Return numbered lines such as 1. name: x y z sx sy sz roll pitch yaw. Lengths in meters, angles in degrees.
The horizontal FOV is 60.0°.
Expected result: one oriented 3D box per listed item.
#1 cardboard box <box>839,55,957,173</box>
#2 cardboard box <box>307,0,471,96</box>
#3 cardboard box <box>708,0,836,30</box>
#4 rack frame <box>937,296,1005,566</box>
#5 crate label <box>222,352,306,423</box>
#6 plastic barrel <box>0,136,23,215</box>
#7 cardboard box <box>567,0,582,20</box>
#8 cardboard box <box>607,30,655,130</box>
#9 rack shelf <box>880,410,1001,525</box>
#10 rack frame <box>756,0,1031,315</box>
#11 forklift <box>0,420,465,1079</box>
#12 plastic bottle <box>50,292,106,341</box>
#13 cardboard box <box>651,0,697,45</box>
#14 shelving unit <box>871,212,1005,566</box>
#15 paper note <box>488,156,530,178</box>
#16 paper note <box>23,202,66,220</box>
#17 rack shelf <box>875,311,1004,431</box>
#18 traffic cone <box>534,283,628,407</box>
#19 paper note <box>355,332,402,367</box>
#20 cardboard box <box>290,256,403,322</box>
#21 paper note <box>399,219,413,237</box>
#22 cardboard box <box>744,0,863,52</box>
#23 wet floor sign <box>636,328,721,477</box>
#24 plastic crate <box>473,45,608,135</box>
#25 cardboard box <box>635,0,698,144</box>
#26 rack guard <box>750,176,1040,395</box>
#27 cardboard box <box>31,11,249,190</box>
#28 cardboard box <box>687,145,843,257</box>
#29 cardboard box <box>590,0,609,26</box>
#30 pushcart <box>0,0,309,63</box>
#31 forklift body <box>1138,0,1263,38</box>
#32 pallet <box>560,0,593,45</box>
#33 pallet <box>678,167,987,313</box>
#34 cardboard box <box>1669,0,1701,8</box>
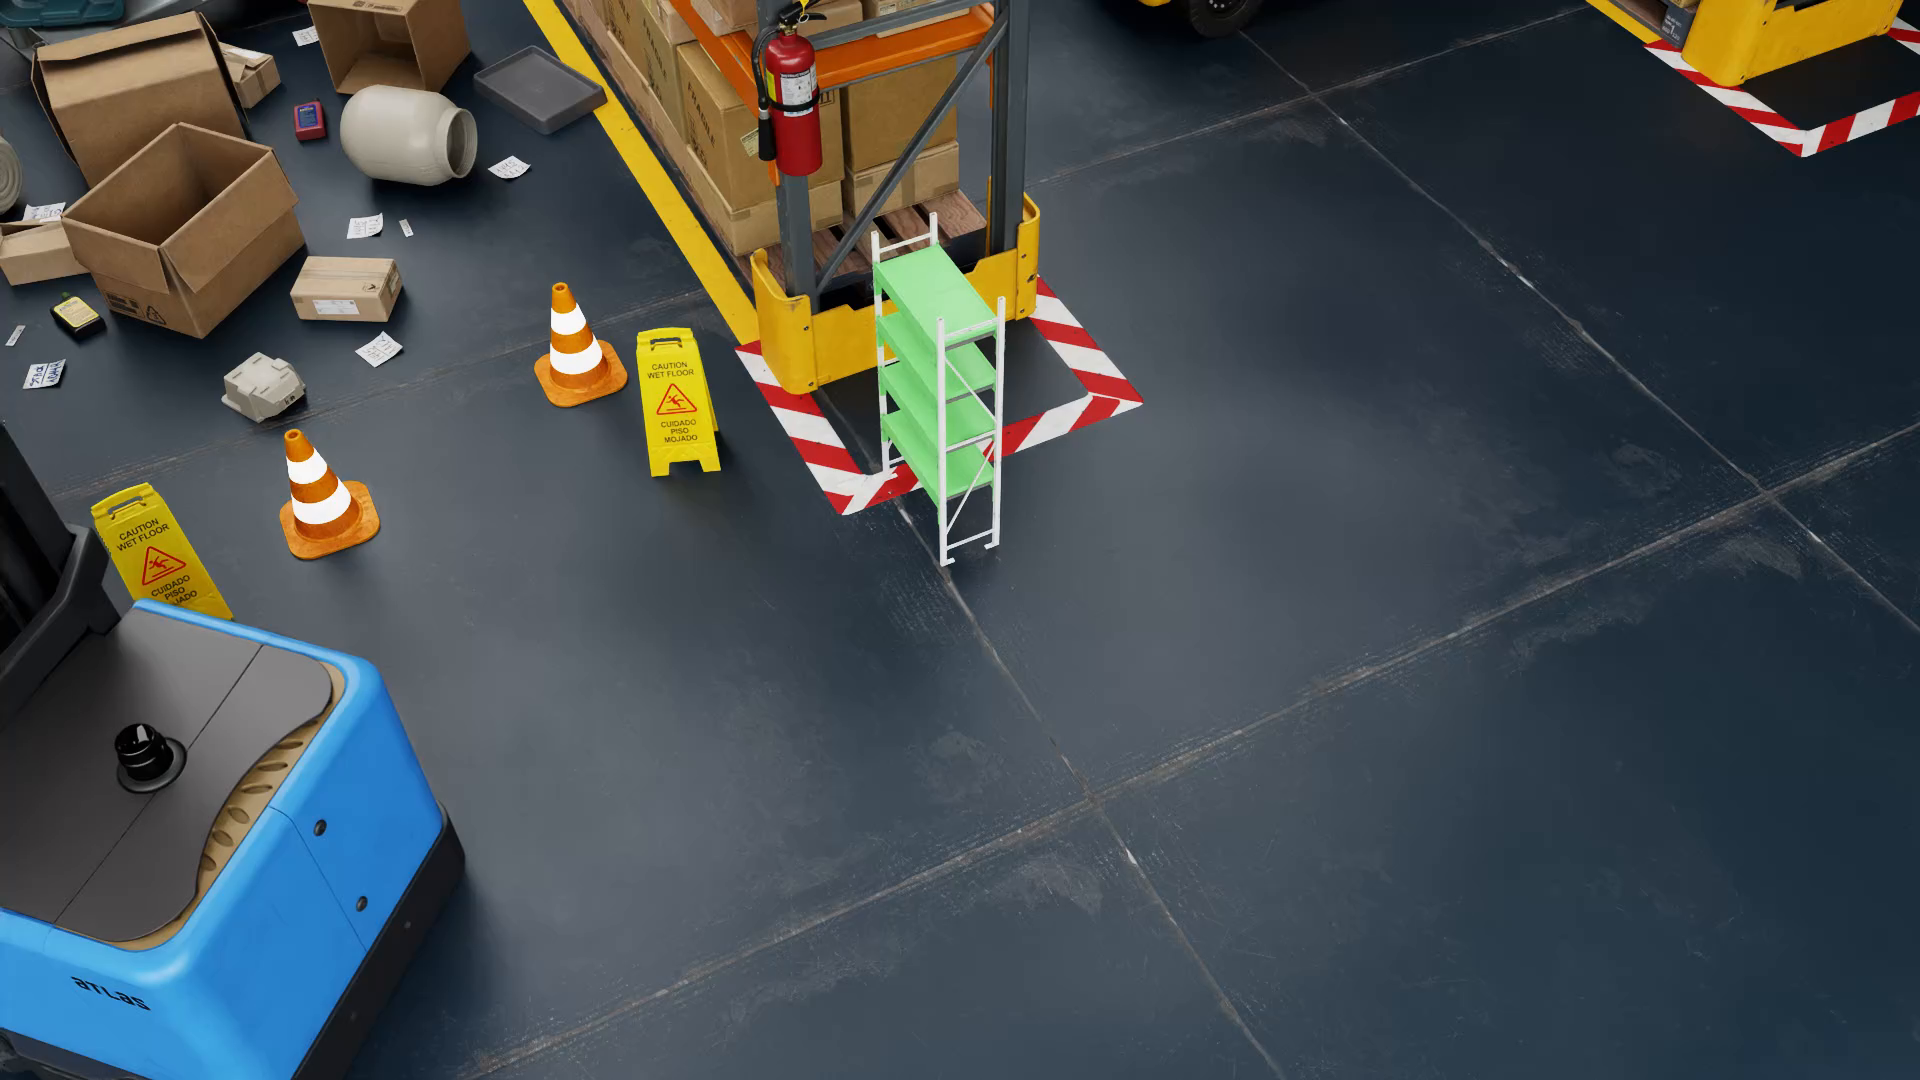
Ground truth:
1. cardboard box: -0.351 -1.958 7.019 0.500 0.500 0.500 -23 53 -19
2. cardboard box: -2.766 -2.496 8.100 0.500 0.500 0.500 10 50 8
3. cardboard box: -0.709 -2.226 5.940 0.500 0.500 0.500 -22 52 -18
4. rack frame: 0.036 -0.342 5.752 0.240 1.200 0.015 -21 52 -18
5. crate label: -2.806 -0.623 6.704 0.298 0.136 0.250 26 54 21
6. plastic barrel: -4.519 -1.653 7.414 0.512 0.421 0.421 10 50 8
7. cardboard box: -1.762 -2.896 8.338 0.500 0.250 0.500 -18 51 -15
8. cardboard box: -1.300 -2.206 7.735 0.500 0.250 0.500 -23 53 -19
9. rack shelf: -0.076 -0.306 6.124 0.258 0.148 0.480 -21 52 -18
10. rack frame: -0.216 -1.827 5.855 1.000 3.000 0.127 -21 52 -18
11. forklift: -3.140 0.086 4.228 3.031 2.935 1.130 14 50 12
12. plastic bottle: -3.755 -0.956 7.045 0.283 0.061 0.133 35 57 27
13. cardboard box: -1.042 -2.190 6.791 0.380 0.149 0.250 -20 52 -16
14. shelving unit: -0.076 -0.506 5.895 0.258 1.200 0.503 -21 52 -18
15. paper note: -2.099 -1.738 7.749 0.148 0.019 0.142 35 57 27
16. paper note: -4.153 -1.473 7.523 0.172 0.023 0.155 -5 49 -5
17. rack shelf: -0.076 -0.622 5.763 0.258 0.148 0.480 -21 52 -18
18. traffic cone: -1.560 -0.835 6.673 0.336 0.463 0.334 -21 52 -18
19. paper note: -2.419 -0.797 6.927 0.142 0.019 0.148 35 57 27
20. cardboard box: -2.612 -1.070 7.087 0.380 0.149 0.250 2 49 2
21. paper note: -2.488 -1.402 7.470 0.032 0.001 0.123 -21 52 -18
22. cardboard box: -0.577 -1.921 6.104 0.380 0.149 0.250 -20 52 -16
23. wet floor sign: -1.081 -0.556 6.308 0.267 0.644 0.232 -5 49 -5
24. plastic crate: -2.057 -2.210 8.130 0.583 0.080 0.402 35 57 27
25. cardboard box: -1.056 -2.102 7.145 0.500 0.500 0.500 -19 52 -16
26. rack guard: -0.251 -1.055 6.841 1.175 0.500 0.348 -21 52 -18
27. cardboard box: -3.706 -1.977 7.554 0.797 0.637 0.503 -21 52 -18
28. cardboard box: -0.836 -1.525 7.138 0.500 0.250 0.500 -21 52 -18
29. cardboard box: -1.525 -2.795 7.751 0.500 0.500 0.500 -19 51 -16
30. pushcart: -4.051 -2.822 8.468 0.936 0.377 1.648 35 57 27
31. forklift body: 1.706 -3.901 8.233 2.313 2.155 1.214 -21 52 -18
32. pallet: -1.708 -3.149 8.864 1.003 0.211 1.213 -21 52 -18
33. pallet: -0.591 -1.516 7.436 1.003 0.211 1.213 -21 52 -18
34. cardboard box: 3.700 -2.978 8.410 0.500 0.250 0.500 -21 52 -17
